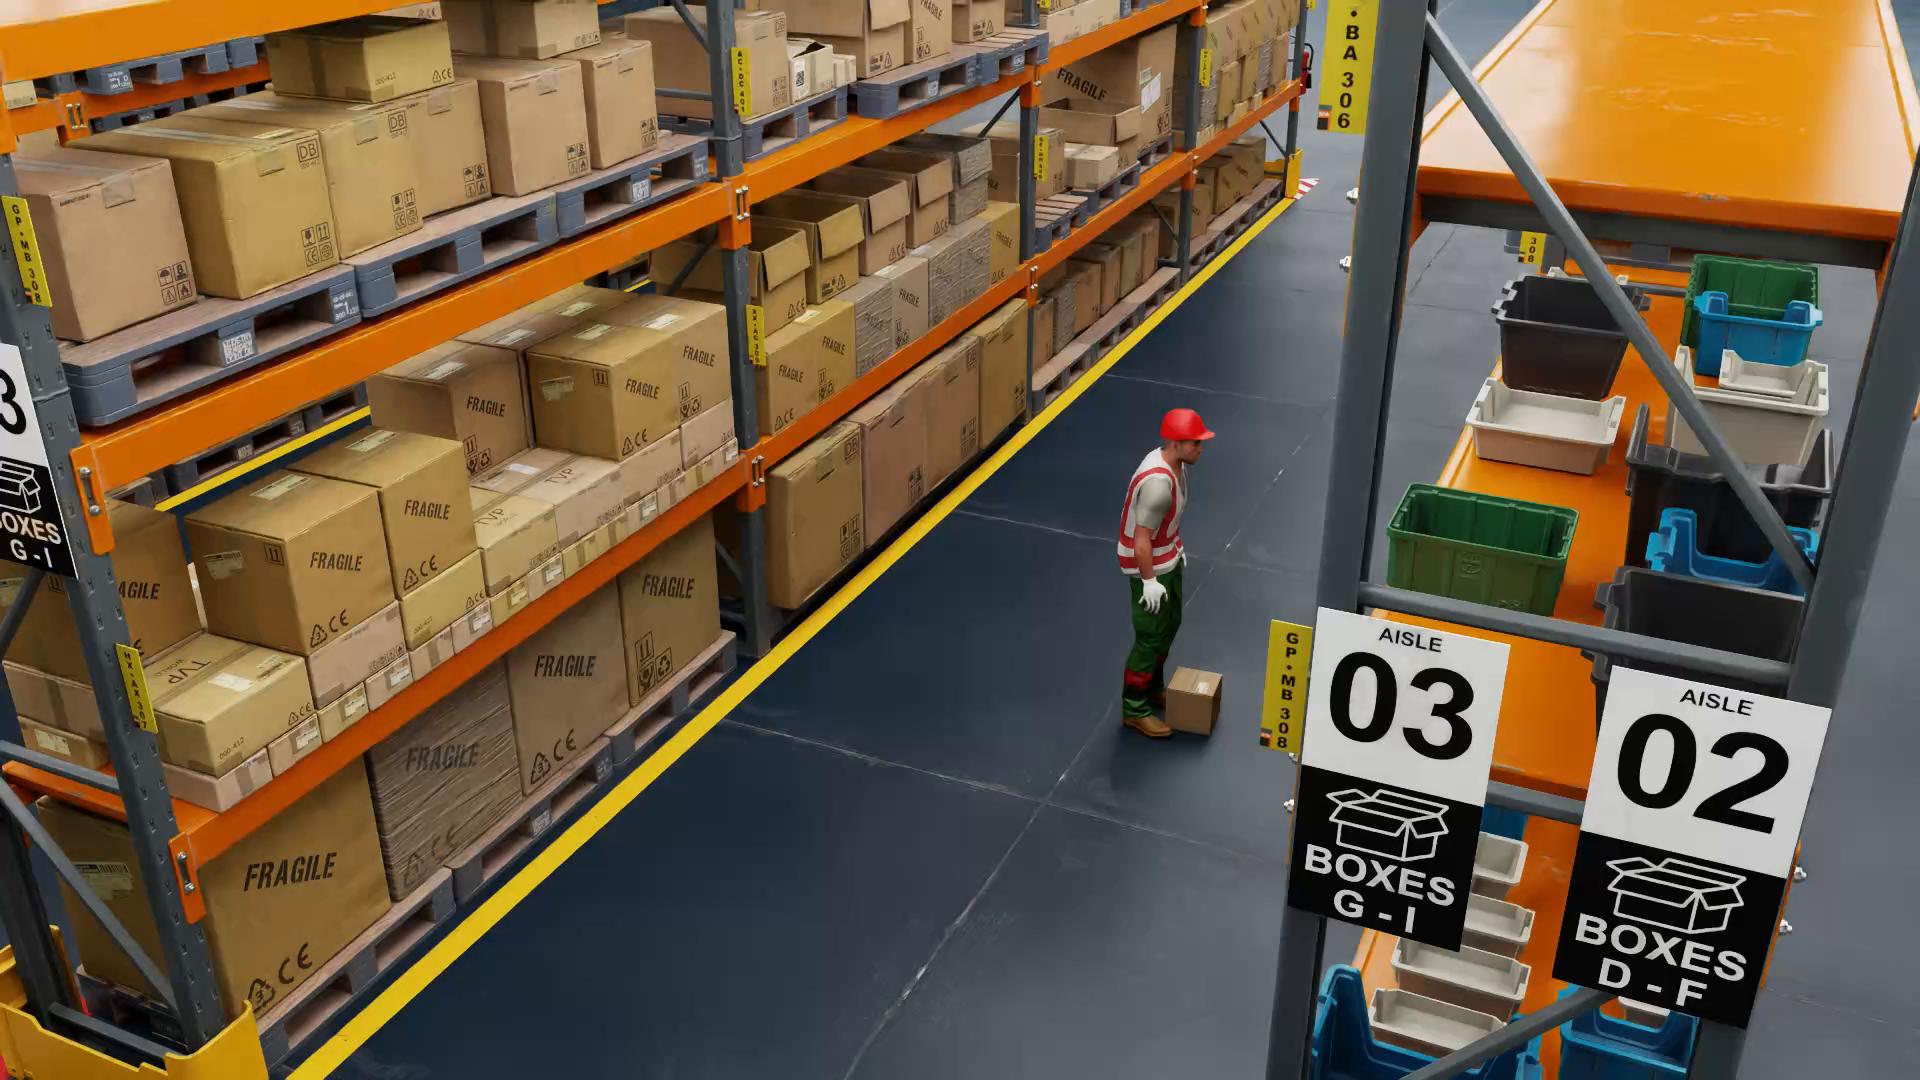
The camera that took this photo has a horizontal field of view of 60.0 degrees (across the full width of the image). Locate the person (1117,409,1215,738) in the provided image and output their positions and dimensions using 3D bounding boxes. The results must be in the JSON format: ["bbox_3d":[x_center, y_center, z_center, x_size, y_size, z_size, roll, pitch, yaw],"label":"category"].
[{"bbox_3d":[1.068,0.143,8.802,0.452,1.778,0.613,10,27,19],"label":"person"}]
